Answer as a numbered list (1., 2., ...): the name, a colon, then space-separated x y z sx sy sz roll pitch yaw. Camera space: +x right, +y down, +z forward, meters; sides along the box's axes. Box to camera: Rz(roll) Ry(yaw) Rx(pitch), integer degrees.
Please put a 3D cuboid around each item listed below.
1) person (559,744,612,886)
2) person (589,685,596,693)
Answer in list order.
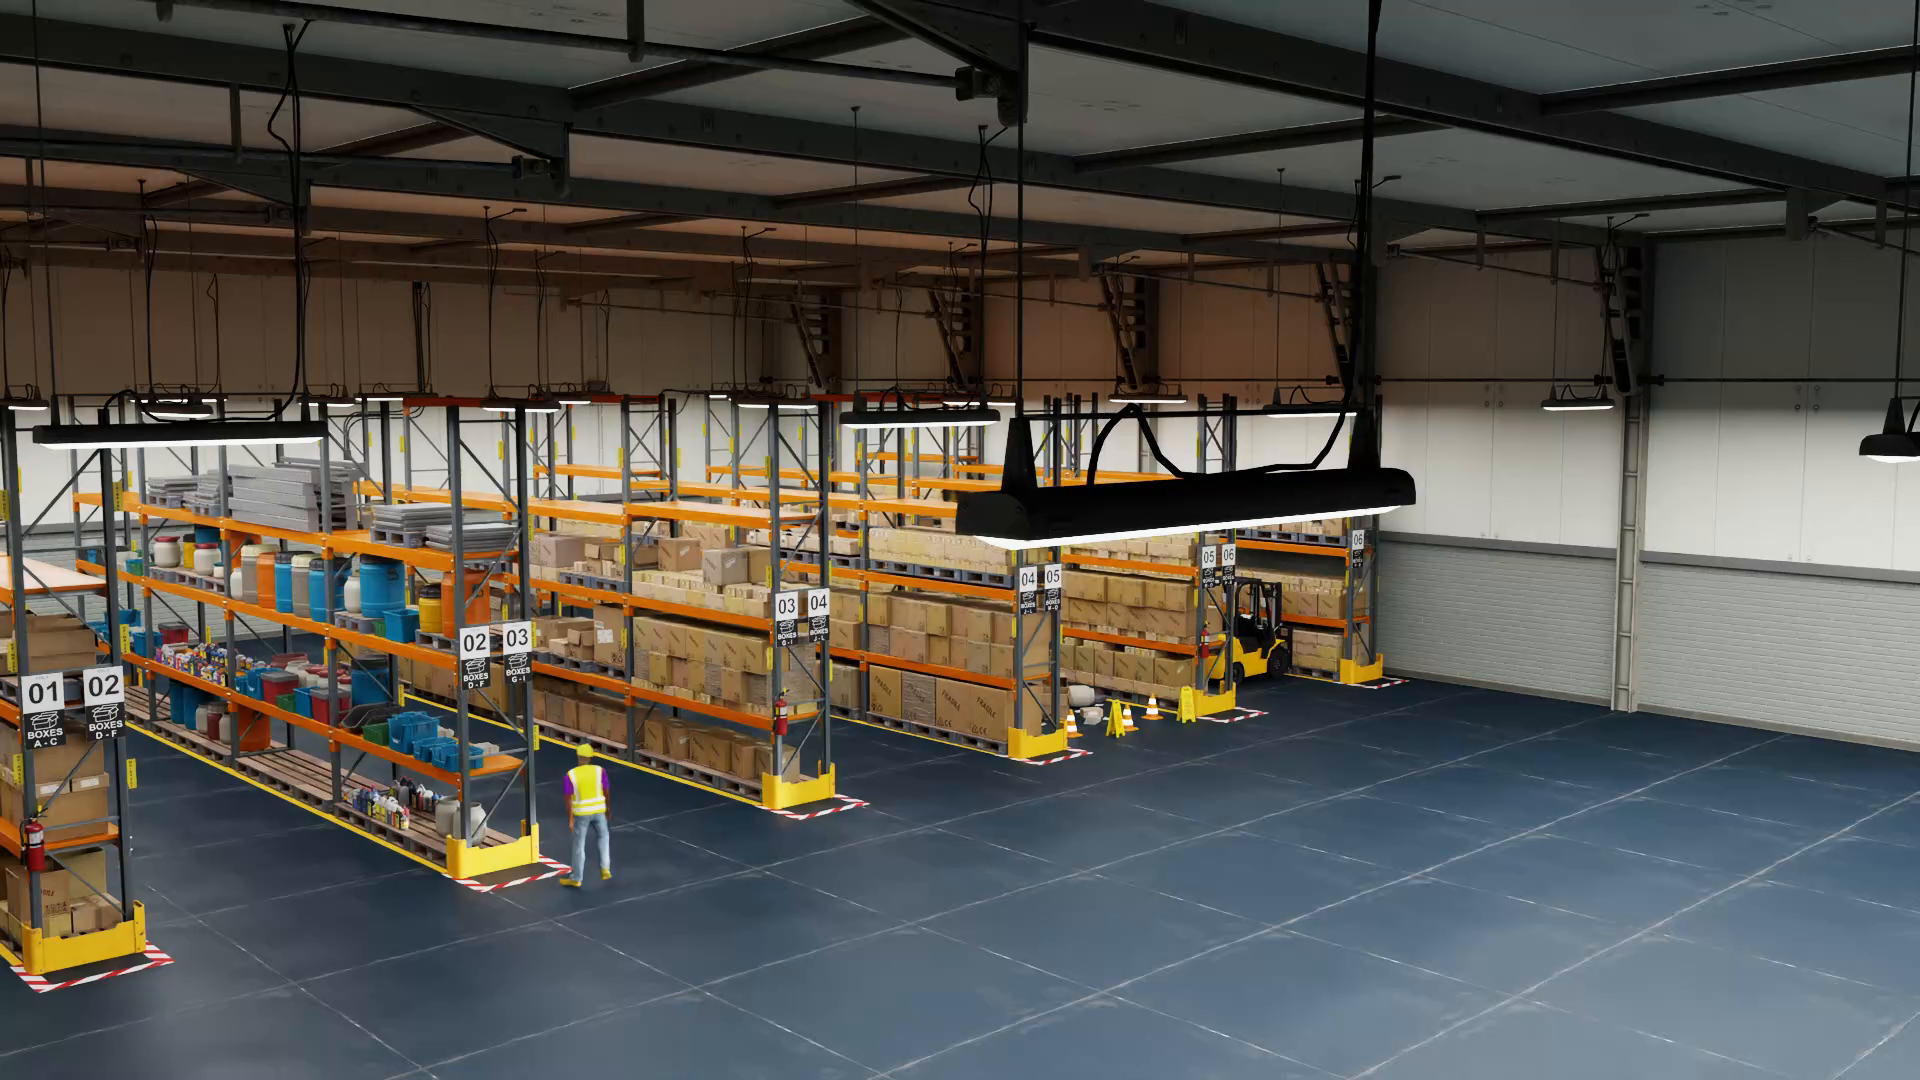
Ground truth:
1. person: -4.673 3.424 20.773 0.653 1.765 0.432 -2 6 -24
2. person: -7.457 2.372 32.922 0.384 1.555 0.870 -5 7 -41
